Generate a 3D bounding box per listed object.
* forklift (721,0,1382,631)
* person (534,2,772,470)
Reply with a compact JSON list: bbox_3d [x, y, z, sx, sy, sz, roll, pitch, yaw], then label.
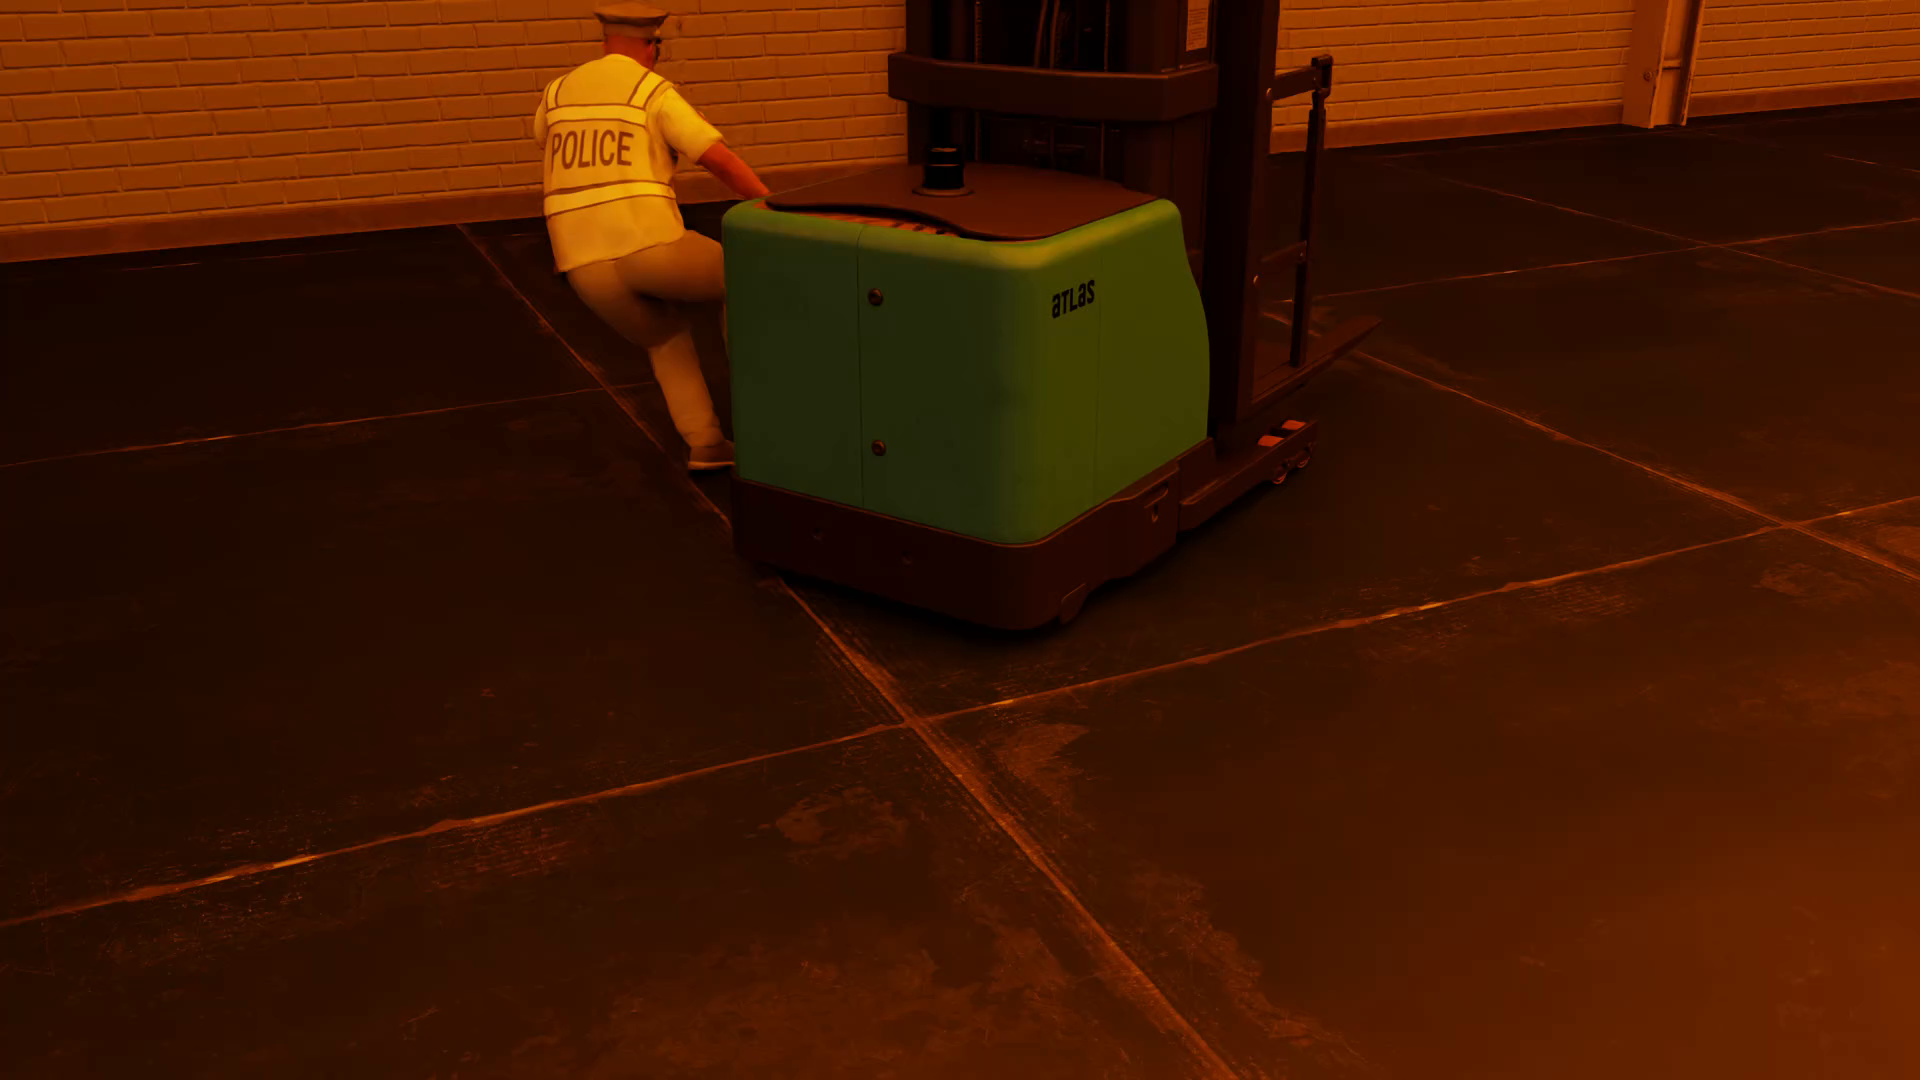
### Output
[{"bbox_3d":[0.575,-1.628,5.205,1.130,2.935,3.031,14,27,31],"label":"forklift"},{"bbox_3d":[-0.942,-1.034,5.658,1.080,1.512,0.953,3,23,8],"label":"person"}]
